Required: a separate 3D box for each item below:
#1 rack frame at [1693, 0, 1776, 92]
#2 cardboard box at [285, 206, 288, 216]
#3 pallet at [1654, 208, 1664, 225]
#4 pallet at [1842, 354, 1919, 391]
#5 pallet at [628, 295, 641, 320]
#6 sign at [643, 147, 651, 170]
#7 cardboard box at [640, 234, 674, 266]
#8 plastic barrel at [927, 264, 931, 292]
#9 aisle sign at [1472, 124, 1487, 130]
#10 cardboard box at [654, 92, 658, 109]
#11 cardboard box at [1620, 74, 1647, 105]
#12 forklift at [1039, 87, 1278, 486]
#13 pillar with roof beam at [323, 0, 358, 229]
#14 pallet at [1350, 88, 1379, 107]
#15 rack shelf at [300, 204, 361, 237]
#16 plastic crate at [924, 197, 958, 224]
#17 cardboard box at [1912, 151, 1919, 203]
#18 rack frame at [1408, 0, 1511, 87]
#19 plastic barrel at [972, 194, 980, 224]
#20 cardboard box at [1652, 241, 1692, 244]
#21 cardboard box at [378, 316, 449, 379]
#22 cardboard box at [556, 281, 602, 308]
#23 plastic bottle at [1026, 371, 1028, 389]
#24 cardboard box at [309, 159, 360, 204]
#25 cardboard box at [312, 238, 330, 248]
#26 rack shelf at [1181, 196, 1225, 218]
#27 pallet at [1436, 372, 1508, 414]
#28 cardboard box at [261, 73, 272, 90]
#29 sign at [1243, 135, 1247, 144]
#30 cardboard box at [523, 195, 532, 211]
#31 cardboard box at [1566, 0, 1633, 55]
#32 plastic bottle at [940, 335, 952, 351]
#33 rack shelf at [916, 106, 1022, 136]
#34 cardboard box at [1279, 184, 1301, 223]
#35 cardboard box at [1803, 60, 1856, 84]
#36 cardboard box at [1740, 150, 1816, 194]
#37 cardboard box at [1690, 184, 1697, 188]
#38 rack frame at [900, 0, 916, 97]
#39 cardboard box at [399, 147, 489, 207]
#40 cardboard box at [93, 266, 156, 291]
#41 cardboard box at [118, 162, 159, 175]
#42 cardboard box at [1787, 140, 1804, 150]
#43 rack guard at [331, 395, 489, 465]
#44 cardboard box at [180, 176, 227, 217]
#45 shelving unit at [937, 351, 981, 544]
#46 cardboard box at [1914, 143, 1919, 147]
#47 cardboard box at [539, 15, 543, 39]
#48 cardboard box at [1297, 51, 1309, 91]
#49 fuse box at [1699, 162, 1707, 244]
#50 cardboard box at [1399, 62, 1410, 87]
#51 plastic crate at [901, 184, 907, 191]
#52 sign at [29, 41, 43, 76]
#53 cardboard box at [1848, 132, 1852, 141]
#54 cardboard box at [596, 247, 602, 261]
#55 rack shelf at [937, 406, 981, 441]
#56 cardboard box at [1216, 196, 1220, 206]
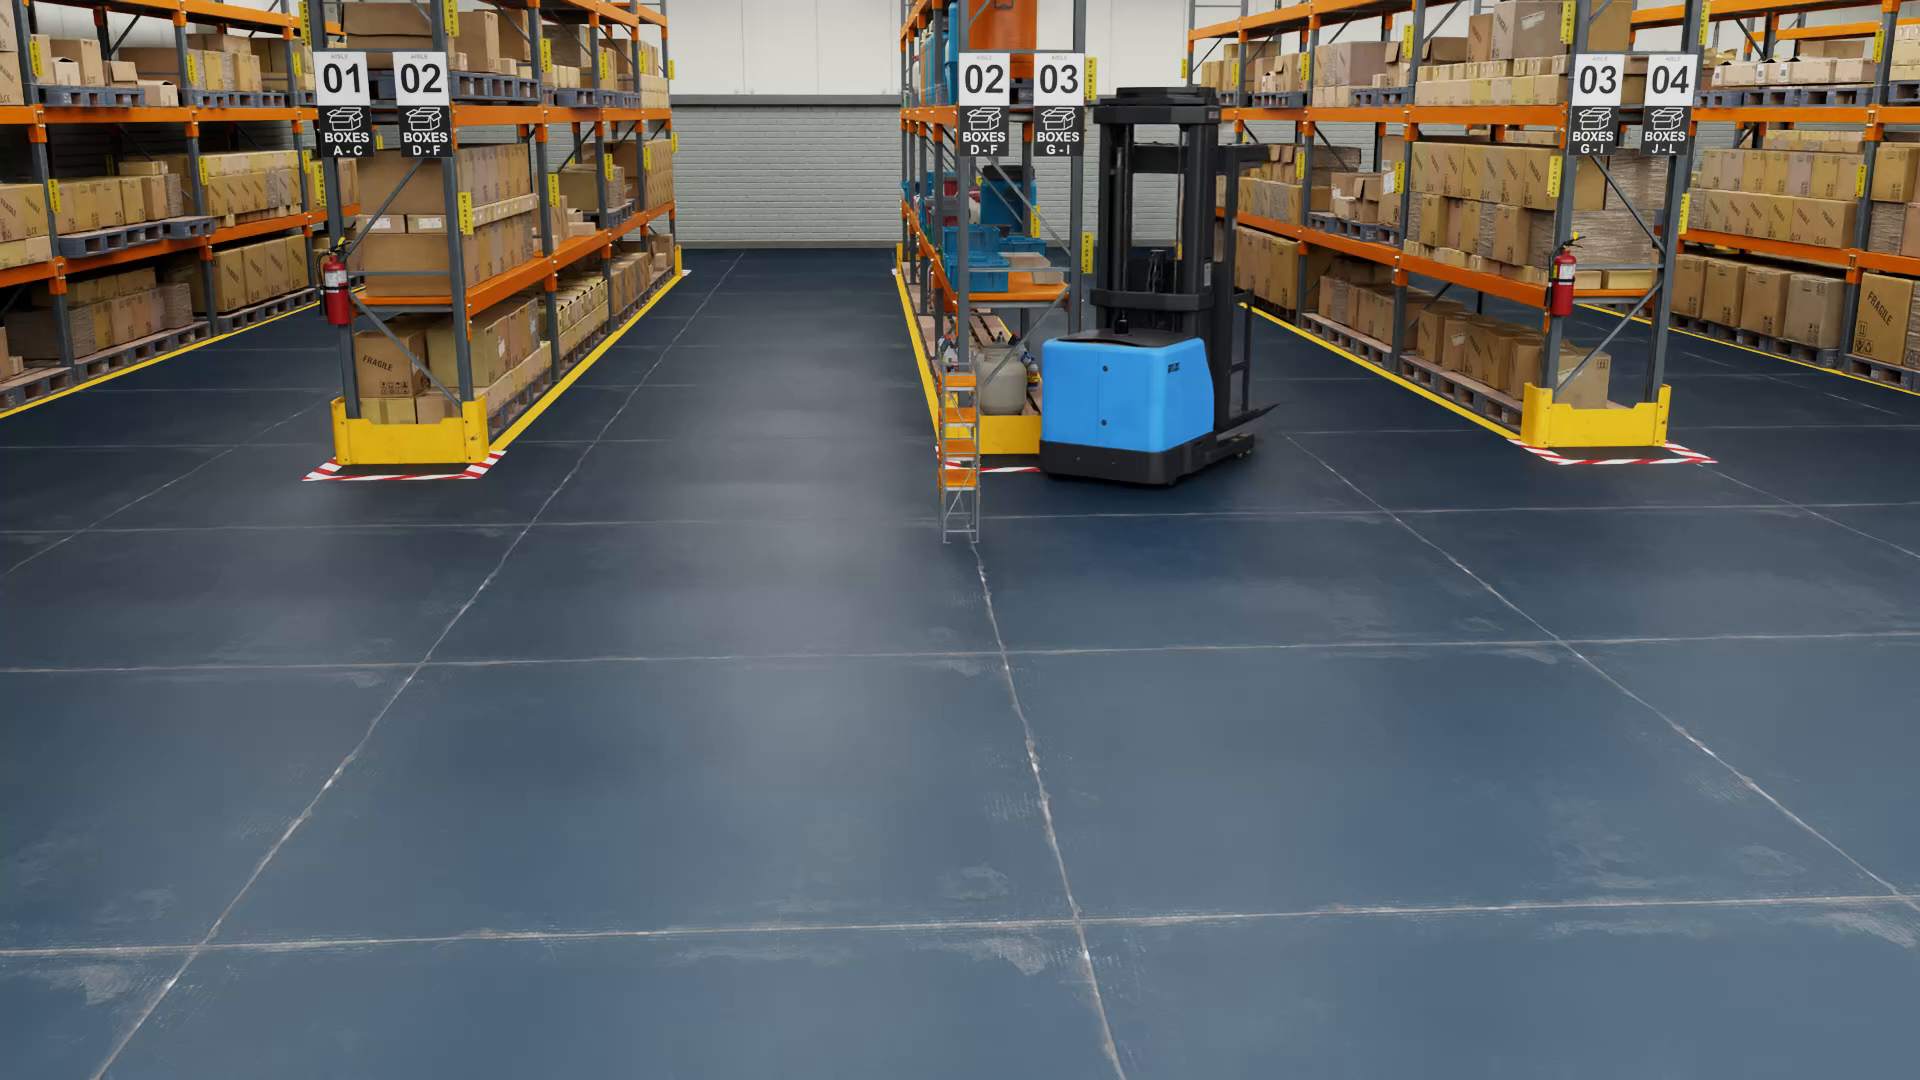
[{"bbox_3d":[9.887,-7.214,21.003,1.000,3.000,0.127,-1,14,-3],"label":"rack frame"},{"bbox_3d":[-9.835,-4.703,23.749,0.380,0.149,0.250,0,14,-2],"label":"cardboard box"},{"bbox_3d":[9.737,-4.391,22.457,1.213,0.211,1.003,-1,14,-3],"label":"pallet"},{"bbox_3d":[10.104,-1.773,17.492,1.003,0.211,1.213,-1,14,-3],"label":"pallet"},{"bbox_3d":[-5.038,-3.243,23.208,1.003,0.211,1.213,-1,14,-3],"label":"pallet"},{"bbox_3d":[-4.651,-5.670,24.719,0.100,0.325,0.005,-1,14,-3],"label":"sign"},{"bbox_3d":[-5.173,-4.965,28.439,0.500,0.500,0.500,-1,14,-3],"label":"cardboard box"},{"bbox_3d":[-0.254,-3.720,23.616,0.421,0.512,0.421,0,14,0],"label":"plastic barrel"},{"bbox_3d":[9.088,-7.570,29.212,0.394,0.787,0.004,-1,14,-3],"label":"aisle sign"},{"bbox_3d":[-5.079,-6.977,26.407,0.500,0.250,0.500,-1,14,-3],"label":"cardboard box"},{"bbox_3d":[5.654,-3.771,13.944,0.500,0.250,0.500,0,14,-2],"label":"cardboard box"},{"bbox_3d":[1.791,-2.144,13.476,1.130,2.935,3.031,8,17,29],"label":"forklift"},{"bbox_3d":[-7.130,-9.647,30.461,9.100,9.000,0.400,-1,14,-3],"label":"pillar with roof beam"},{"bbox_3d":[5.179,-5.037,18.940,1.213,0.211,1.003,-1,14,-3],"label":"pallet"},{"bbox_3d":[-10.273,-5.171,26.549,1.077,0.370,4.000,-1,14,-3],"label":"rack shelf"},{"bbox_3d":[-0.218,-3.805,19.666,0.402,0.464,0.583,-1,14,-3],"label":"plastic crate"},{"bbox_3d":[10.274,-3.682,16.848,0.875,0.550,0.550,-1,14,-3],"label":"cardboard box"},{"bbox_3d":[5.178,-6.167,16.937,1.000,3.000,0.127,-1,14,-3],"label":"rack frame"},{"bbox_3d":[0.349,-3.675,19.018,0.433,0.535,0.433,0,14,0],"label":"plastic barrel"},{"bbox_3d":[10.037,-4.089,23.567,0.500,0.250,0.500,-1,14,-3],"label":"cardboard box"},{"bbox_3d":[-4.868,-1.727,14.891,0.500,0.500,0.500,-1,14,-3],"label":"cardboard box"},{"bbox_3d":[-4.640,-2.993,20.187,0.500,0.311,0.500,-1,14,-4],"label":"cardboard box"},{"bbox_3d":[0.675,-1.530,15.686,0.097,0.201,0.097,0,14,0],"label":"plastic bottle"},{"bbox_3d":[-10.299,-5.855,27.160,0.980,0.700,0.700,-1,14,-4],"label":"cardboard box"},{"bbox_3d":[-9.932,-4.605,25.775,0.380,0.149,0.250,0,14,-2],"label":"cardboard box"},{"bbox_3d":[4.559,-5.401,27.440,1.077,0.370,4.000,-1,14,-3],"label":"rack shelf"},{"bbox_3d":[5.334,-1.441,16.203,1.003,0.211,1.213,-1,14,-3],"label":"pallet"},{"bbox_3d":[-10.425,-6.821,24.753,0.500,0.250,0.500,-1,14,-3],"label":"cardboard box"},{"bbox_3d":[4.977,-6.927,29.129,0.100,0.325,0.005,-1,14,-3],"label":"sign"},{"bbox_3d":[-4.465,-3.347,16.512,0.380,0.149,0.250,-1,14,-5],"label":"cardboard box"},{"bbox_3d":[5.604,-4.528,14.784,0.500,0.500,0.500,-1,14,-4],"label":"cardboard box"},{"bbox_3d":[-0.129,-1.909,16.858,0.144,0.351,0.185,0,14,-2],"label":"plastic bottle"},{"bbox_3d":[0.111,-4.787,19.037,1.077,0.370,4.000,-1,14,-3],"label":"rack shelf"},{"bbox_3d":[4.628,-4.548,22.483,0.500,0.500,0.500,-1,14,-4],"label":"cardboard box"},{"bbox_3d":[9.839,-5.249,18.645,0.500,0.250,0.500,-1,14,-4],"label":"cardboard box"},{"bbox_3d":[9.972,-4.476,20.195,0.700,0.500,0.500,-1,14,-4],"label":"cardboard box"},{"bbox_3d":[10.039,-4.725,22.434,0.380,0.149,0.250,0,14,-1],"label":"cardboard box"},{"bbox_3d":[-0.509,-9.075,28.239,1.000,3.000,0.127,-1,14,-3],"label":"rack frame"},{"bbox_3d":[-4.551,-3.177,14.552,0.700,0.500,0.500,-1,14,-3],"label":"cardboard box"},{"bbox_3d":[-9.832,-3.072,19.575,0.500,0.250,0.500,-1,14,-2],"label":"cardboard box"},{"bbox_3d":[-9.815,-4.438,19.870,0.380,0.149,0.250,-3,15,-13],"label":"cardboard box"},{"bbox_3d":[14.182,-6.428,27.782,0.500,0.500,0.500,-1,14,-3],"label":"cardboard box"},{"bbox_3d":[-4.460,-0.899,13.516,1.175,0.500,0.348,-1,14,-3],"label":"rack guard"},{"bbox_3d":[-9.676,-4.354,21.092,0.500,0.500,0.500,0,14,-2],"label":"cardboard box"},{"bbox_3d":[-0.010,-0.622,11.037,0.258,1.200,0.503,-1,14,-3],"label":"shelving unit"},{"bbox_3d":[14.402,-5.573,24.457,0.500,0.500,0.500,-1,14,-5],"label":"cardboard box"},{"bbox_3d":[-4.766,-5.352,17.741,0.500,0.500,0.500,1,14,2],"label":"cardboard box"},{"bbox_3d":[4.821,-6.113,21.697,0.797,0.503,0.637,0,14,0],"label":"cardboard box"},{"bbox_3d":[16.059,-7.174,35.473,0.539,1.711,0.414,-1,14,-3],"label":"fuse box"},{"bbox_3d":[5.020,-5.085,18.178,0.396,0.266,0.258,0,14,-1],"label":"cardboard box"},{"bbox_3d":[-0.781,-5.888,28.105,0.416,0.233,0.300,-1,14,-3],"label":"plastic crate"},{"bbox_3d":[-9.112,-4.746,16.395,0.100,0.325,0.005,-1,14,-3],"label":"sign"},{"bbox_3d":[14.329,-6.390,26.334,0.380,0.149,0.250,-1,14,-2],"label":"cardboard box"},{"bbox_3d":[-5.356,-4.093,23.541,0.500,0.250,0.500,-1,14,-3],"label":"cardboard box"},{"bbox_3d":[-0.010,-0.774,10.998,0.258,0.148,0.480,-1,14,-3],"label":"rack shelf"},{"bbox_3d":[4.289,-5.393,26.469,0.380,0.149,0.250,-1,14,-2],"label":"cardboard box"}]
